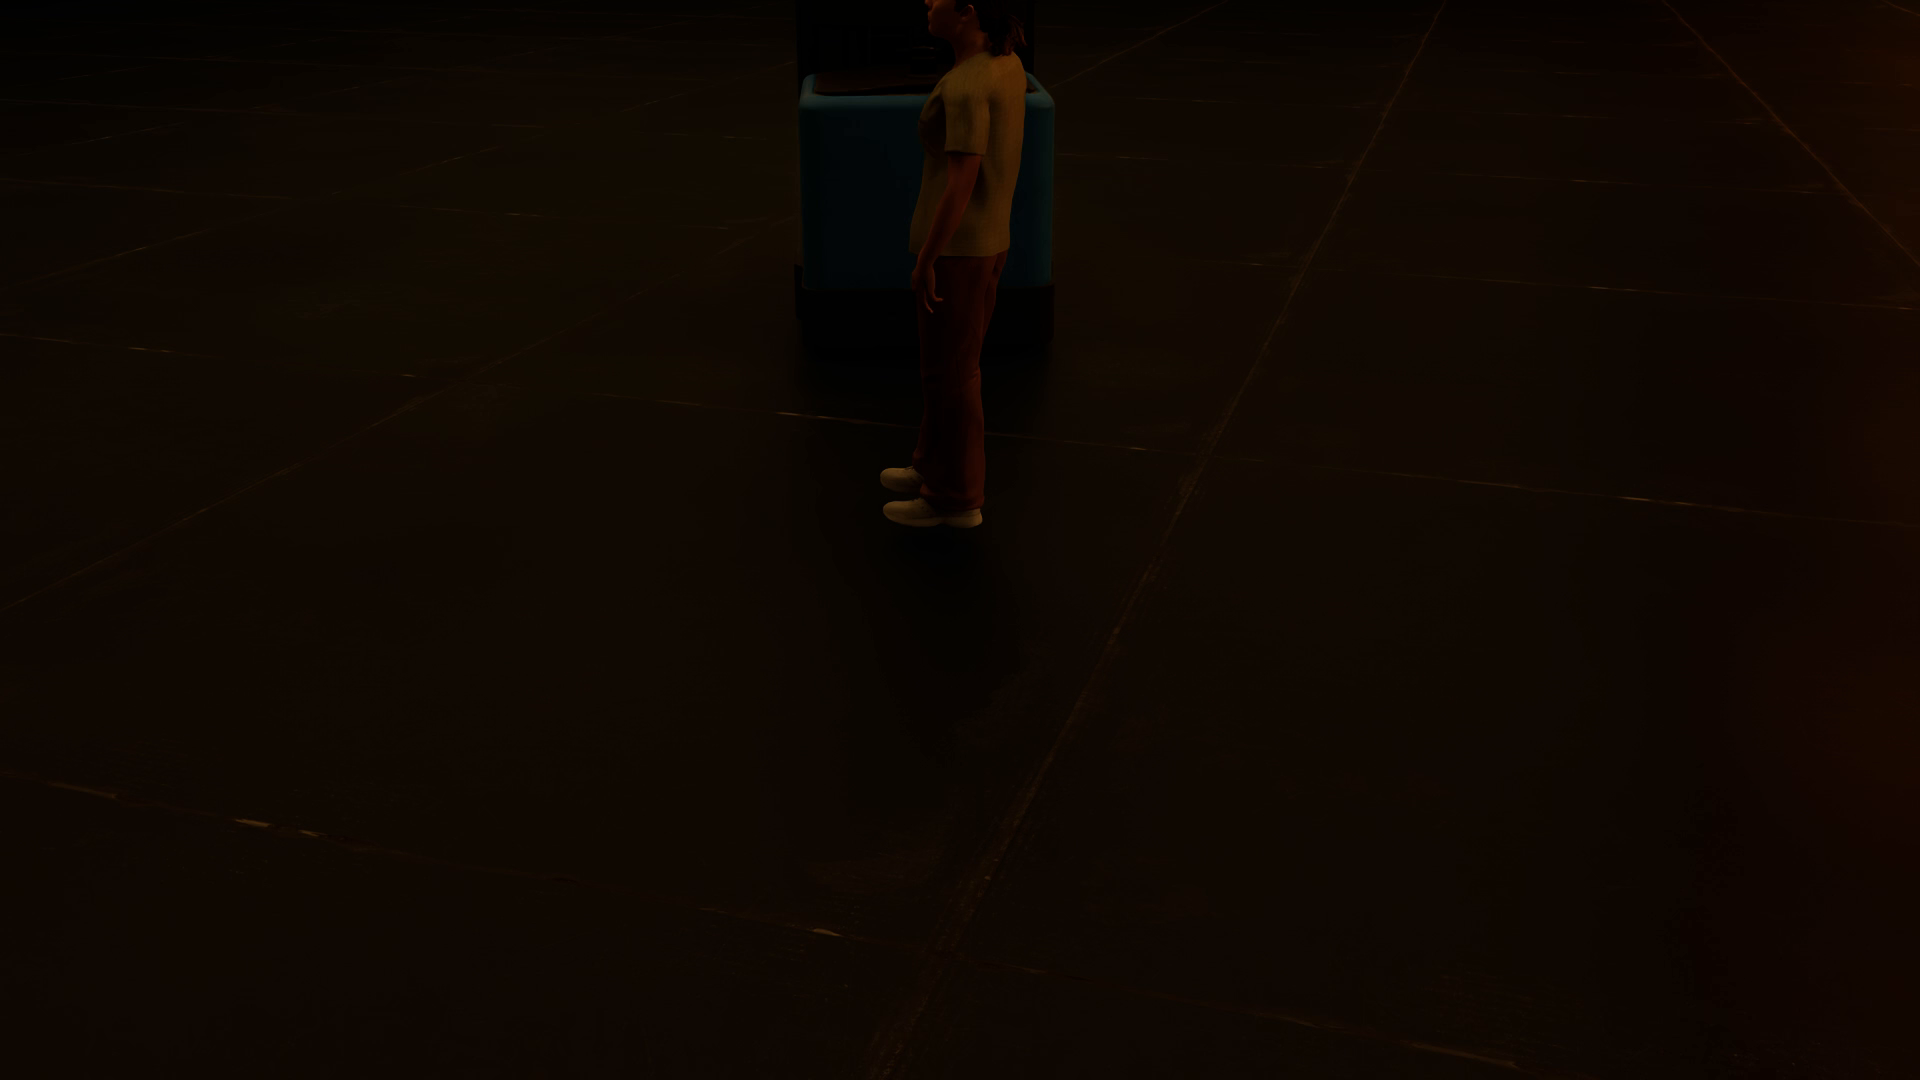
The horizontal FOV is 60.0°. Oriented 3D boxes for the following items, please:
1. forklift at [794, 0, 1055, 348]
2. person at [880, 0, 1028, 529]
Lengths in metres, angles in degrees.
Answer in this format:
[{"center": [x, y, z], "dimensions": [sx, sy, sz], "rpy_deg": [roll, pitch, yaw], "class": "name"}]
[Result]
[{"center": [-0.221, -2.666, 7.736], "dimensions": [1.130, 2.935, 3.031], "rpy_deg": [-1, 22, -3], "class": "forklift"}, {"center": [-0.077, -0.825, 4.819], "dimensions": [0.525, 1.659, 0.552], "rpy_deg": [7, 23, 16], "class": "person"}]
